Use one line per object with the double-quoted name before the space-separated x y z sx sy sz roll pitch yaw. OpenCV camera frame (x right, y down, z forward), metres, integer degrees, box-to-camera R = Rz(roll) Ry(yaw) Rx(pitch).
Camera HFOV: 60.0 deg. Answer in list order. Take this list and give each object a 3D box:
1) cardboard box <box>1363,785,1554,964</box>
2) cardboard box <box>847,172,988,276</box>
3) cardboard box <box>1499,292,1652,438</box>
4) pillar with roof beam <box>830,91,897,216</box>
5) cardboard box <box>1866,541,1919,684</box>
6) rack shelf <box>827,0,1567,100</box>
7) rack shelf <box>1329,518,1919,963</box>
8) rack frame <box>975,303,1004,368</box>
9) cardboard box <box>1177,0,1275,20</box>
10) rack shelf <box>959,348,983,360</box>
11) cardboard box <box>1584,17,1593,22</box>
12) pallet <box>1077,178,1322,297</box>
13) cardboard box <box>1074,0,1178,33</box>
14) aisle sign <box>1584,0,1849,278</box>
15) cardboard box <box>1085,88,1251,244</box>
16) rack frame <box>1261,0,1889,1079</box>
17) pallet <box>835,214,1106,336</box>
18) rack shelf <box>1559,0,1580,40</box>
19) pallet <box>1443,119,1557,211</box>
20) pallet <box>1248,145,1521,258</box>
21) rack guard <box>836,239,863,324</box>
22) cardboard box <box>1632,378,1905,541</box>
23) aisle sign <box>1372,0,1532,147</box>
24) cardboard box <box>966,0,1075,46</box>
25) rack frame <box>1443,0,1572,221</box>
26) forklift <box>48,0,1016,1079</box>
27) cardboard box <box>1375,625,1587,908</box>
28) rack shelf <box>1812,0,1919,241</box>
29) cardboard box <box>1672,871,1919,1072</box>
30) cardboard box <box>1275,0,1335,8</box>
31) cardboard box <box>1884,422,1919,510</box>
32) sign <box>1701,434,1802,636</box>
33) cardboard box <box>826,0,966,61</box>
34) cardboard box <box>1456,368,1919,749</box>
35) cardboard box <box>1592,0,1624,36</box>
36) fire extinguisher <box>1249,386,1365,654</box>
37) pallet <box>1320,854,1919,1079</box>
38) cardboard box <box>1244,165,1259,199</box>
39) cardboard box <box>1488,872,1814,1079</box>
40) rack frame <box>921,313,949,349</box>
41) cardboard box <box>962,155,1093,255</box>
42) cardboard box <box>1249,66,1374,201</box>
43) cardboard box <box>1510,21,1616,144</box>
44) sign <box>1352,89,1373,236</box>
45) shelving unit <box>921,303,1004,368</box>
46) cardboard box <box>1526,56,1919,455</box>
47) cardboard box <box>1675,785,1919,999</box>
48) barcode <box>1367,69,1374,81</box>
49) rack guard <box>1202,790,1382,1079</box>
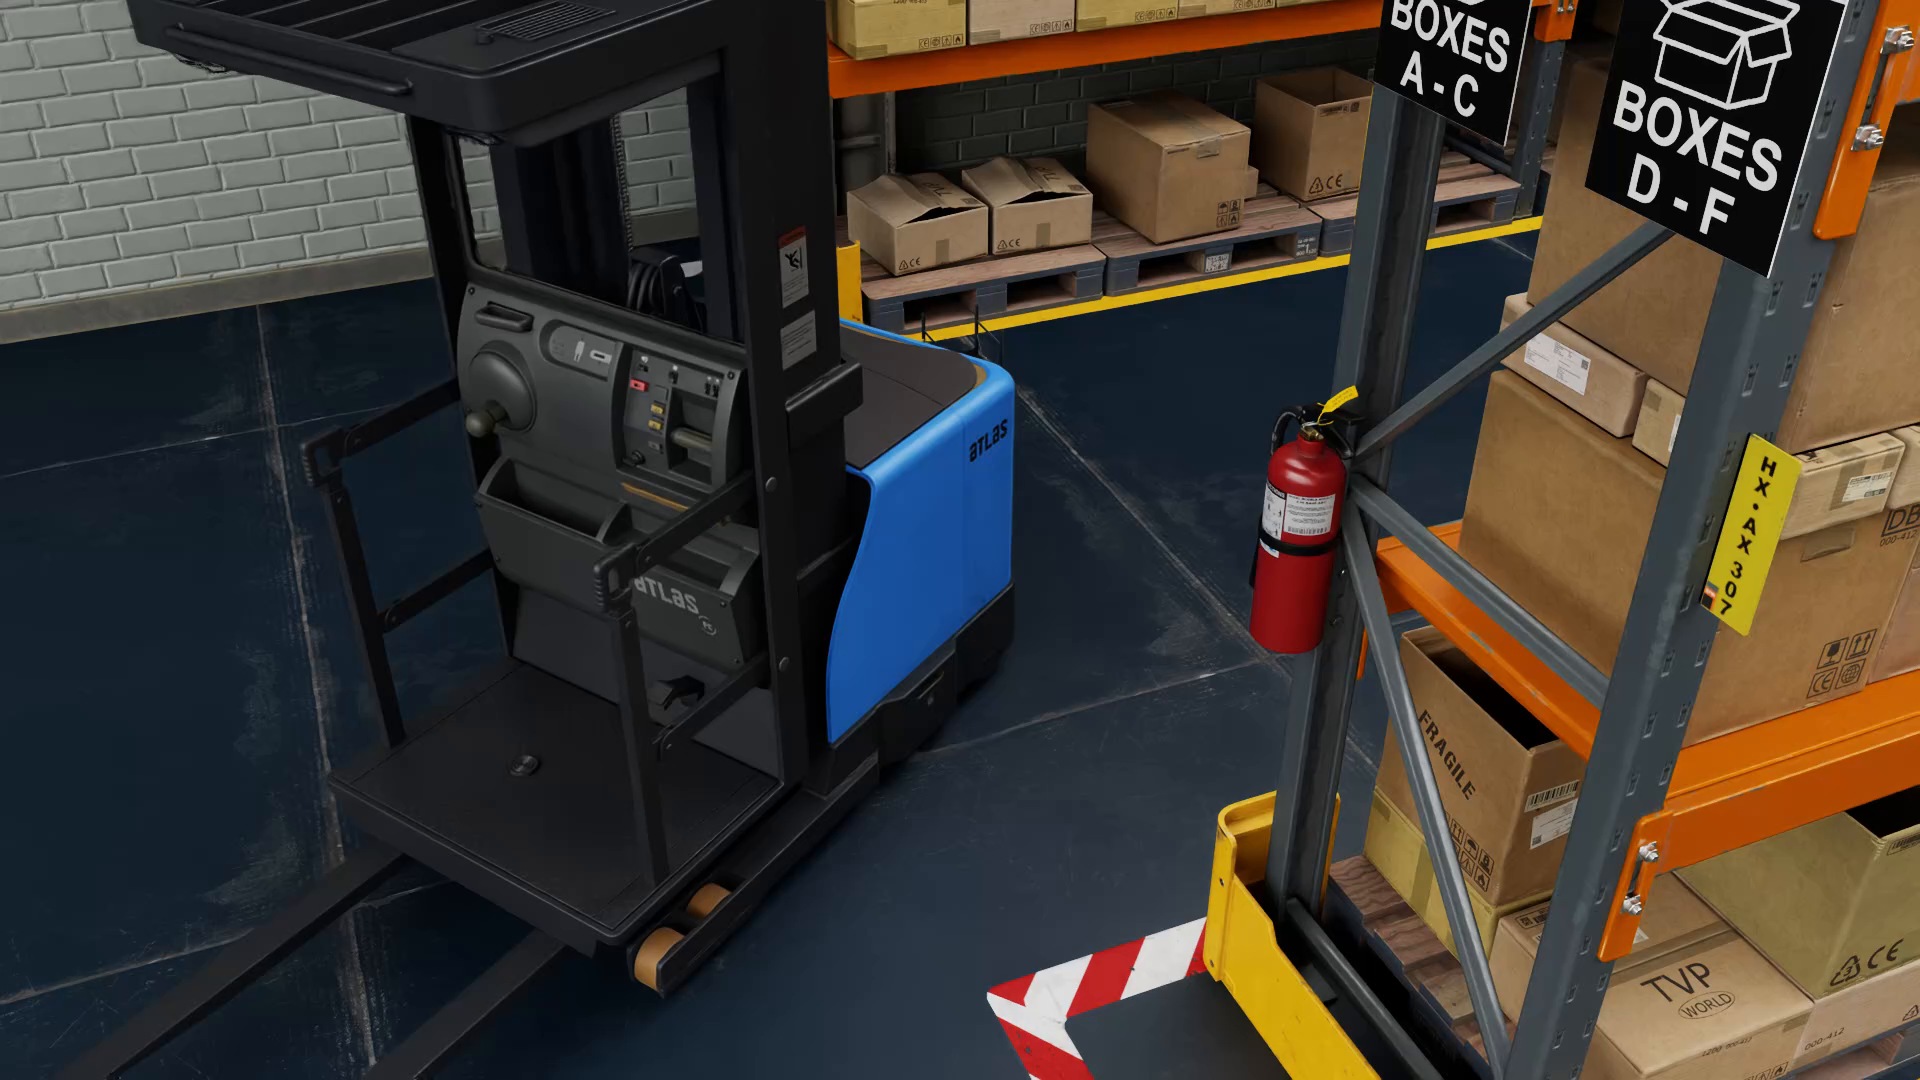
"cardboard box" 1.424 0.826 4.367 0.500 0.250 0.500 -13 35 -19
"cardboard box" -0.204 -1.538 7.925 0.500 0.311 0.500 -17 37 -24
"cardboard box" 1.323 -0.379 3.396 0.250 0.149 0.380 -13 35 -20
"pillar with roof beam" 1.100 -3.312 3.089 0.400 9.000 9.100 -13 35 -19
"cardboard box" 1.962 -0.136 3.618 0.500 0.500 0.700 -12 35 -18
"rack shelf" 0.967 -2.500 8.002 4.000 0.370 1.077 -13 35 -19
"rack shelf" 2.888 -0.010 4.174 4.000 0.370 1.077 -13 35 -19
"rack frame" 0.101 -0.400 6.040 0.006 0.900 0.240 -13 35 -19
"cardboard box" 1.108 -2.595 7.607 0.500 0.250 0.500 -13 35 -19
"rack shelf" 0.008 -0.577 5.878 0.200 0.077 0.258 -13 35 -19
"cardboard box" 3.940 -2.659 9.474 0.500 0.500 0.700 -14 35 -20
"pallet" 1.079 -1.636 8.570 1.213 0.211 1.003 -13 35 -19
"cardboard box" 0.641 -2.490 7.445 0.500 0.250 0.500 -13 35 -20
"aisle sign" 1.102 -0.811 2.362 0.004 0.787 0.394 -13 35 -19
"cardboard box" 1.017 -1.867 8.257 0.500 0.500 0.700 -15 36 -22
"rack frame" 1.044 0.111 3.329 0.127 3.000 1.000 -13 35 -19
"pallet" -0.044 -1.380 8.178 1.213 0.211 1.003 -13 35 -19
"rack shelf" 4.655 -3.345 9.299 4.000 0.370 1.077 -13 35 -19
"pallet" 3.528 -2.220 9.469 1.213 0.211 1.003 -13 35 -19
"pallet" 2.205 -1.895 8.970 1.213 0.211 1.003 -13 35 -19
"rack guard" -0.807 -1.348 7.863 0.348 0.500 1.175 -13 35 -19
"cardboard box" 1.489 -0.177 3.086 0.250 0.149 0.380 -13 35 -19
"aisle sign" 0.870 -1.113 2.826 0.004 0.787 0.394 -13 35 -19
"cardboard box" 0.169 -2.385 7.284 0.500 0.250 0.500 -14 36 -20
"rack frame" 2.811 -3.224 8.454 0.127 3.000 1.000 -13 35 -19
"forklift" -1.043 -0.327 4.066 1.130 2.935 3.031 20 38 27
"cardboard box" 1.423 0.510 4.164 0.500 0.500 0.500 -13 35 -19
"rack shelf" 2.888 -1.267 3.356 4.000 0.370 1.077 -13 35 -19
"cardboard box" 2.084 0.979 4.132 0.500 0.250 0.500 -13 35 -19
"cardboard box" 1.571 -2.702 7.771 0.500 0.250 0.500 -13 35 -19
"cardboard box" 1.732 -0.235 3.174 0.250 0.149 0.380 -14 36 -20
"sign" 1.253 -0.005 2.641 0.005 0.325 0.100 -13 35 -19
"cardboard box" -0.304 -2.268 7.105 0.500 0.250 0.500 -14 36 -20
"cardboard box" 1.479 -0.023 3.444 0.500 0.500 0.700 -13 35 -19
"cardboard box" 3.888 -2.933 9.209 0.500 0.250 0.500 -14 35 -20
"fire extinguisher" 0.755 -0.065 3.671 0.183 0.674 0.296 -13 35 -19
"pallet" 1.733 1.097 4.370 1.213 0.211 1.003 -13 35 -19
"cardboard box" 1.329 -1.886 8.608 0.250 0.149 0.380 -16 36 -23
"cardboard box" 1.625 1.086 3.967 0.500 0.250 0.500 -13 35 -19
"rack frame" -0.086 -0.357 5.974 0.006 0.900 0.240 -13 35 -19
"cardboard box" 0.321 -1.658 8.110 0.500 0.311 0.500 -10 34 -15
"cardboard box" 1.870 -2.121 8.648 0.500 0.500 0.500 -16 36 -22
"cardboard box" 3.483 -2.524 9.268 0.500 0.500 0.700 -12 35 -17
"sign" 0.847 -0.750 3.373 0.005 0.325 0.100 -13 35 -19
"shelving unit" 0.007 -0.379 6.007 0.210 0.900 0.258 -13 35 -19
"cardboard box" 1.528 -0.578 3.107 0.500 0.500 0.700 -13 35 -19
"cardboard box" 2.085 0.665 3.926 0.500 0.500 0.500 -13 35 -19
"barcode" 2.220 -2.501 8.939 0.075 0.075 0.001 -13 35 -19
"rack guard" 1.022 1.164 4.003 0.348 0.500 1.175 -13 35 -19
